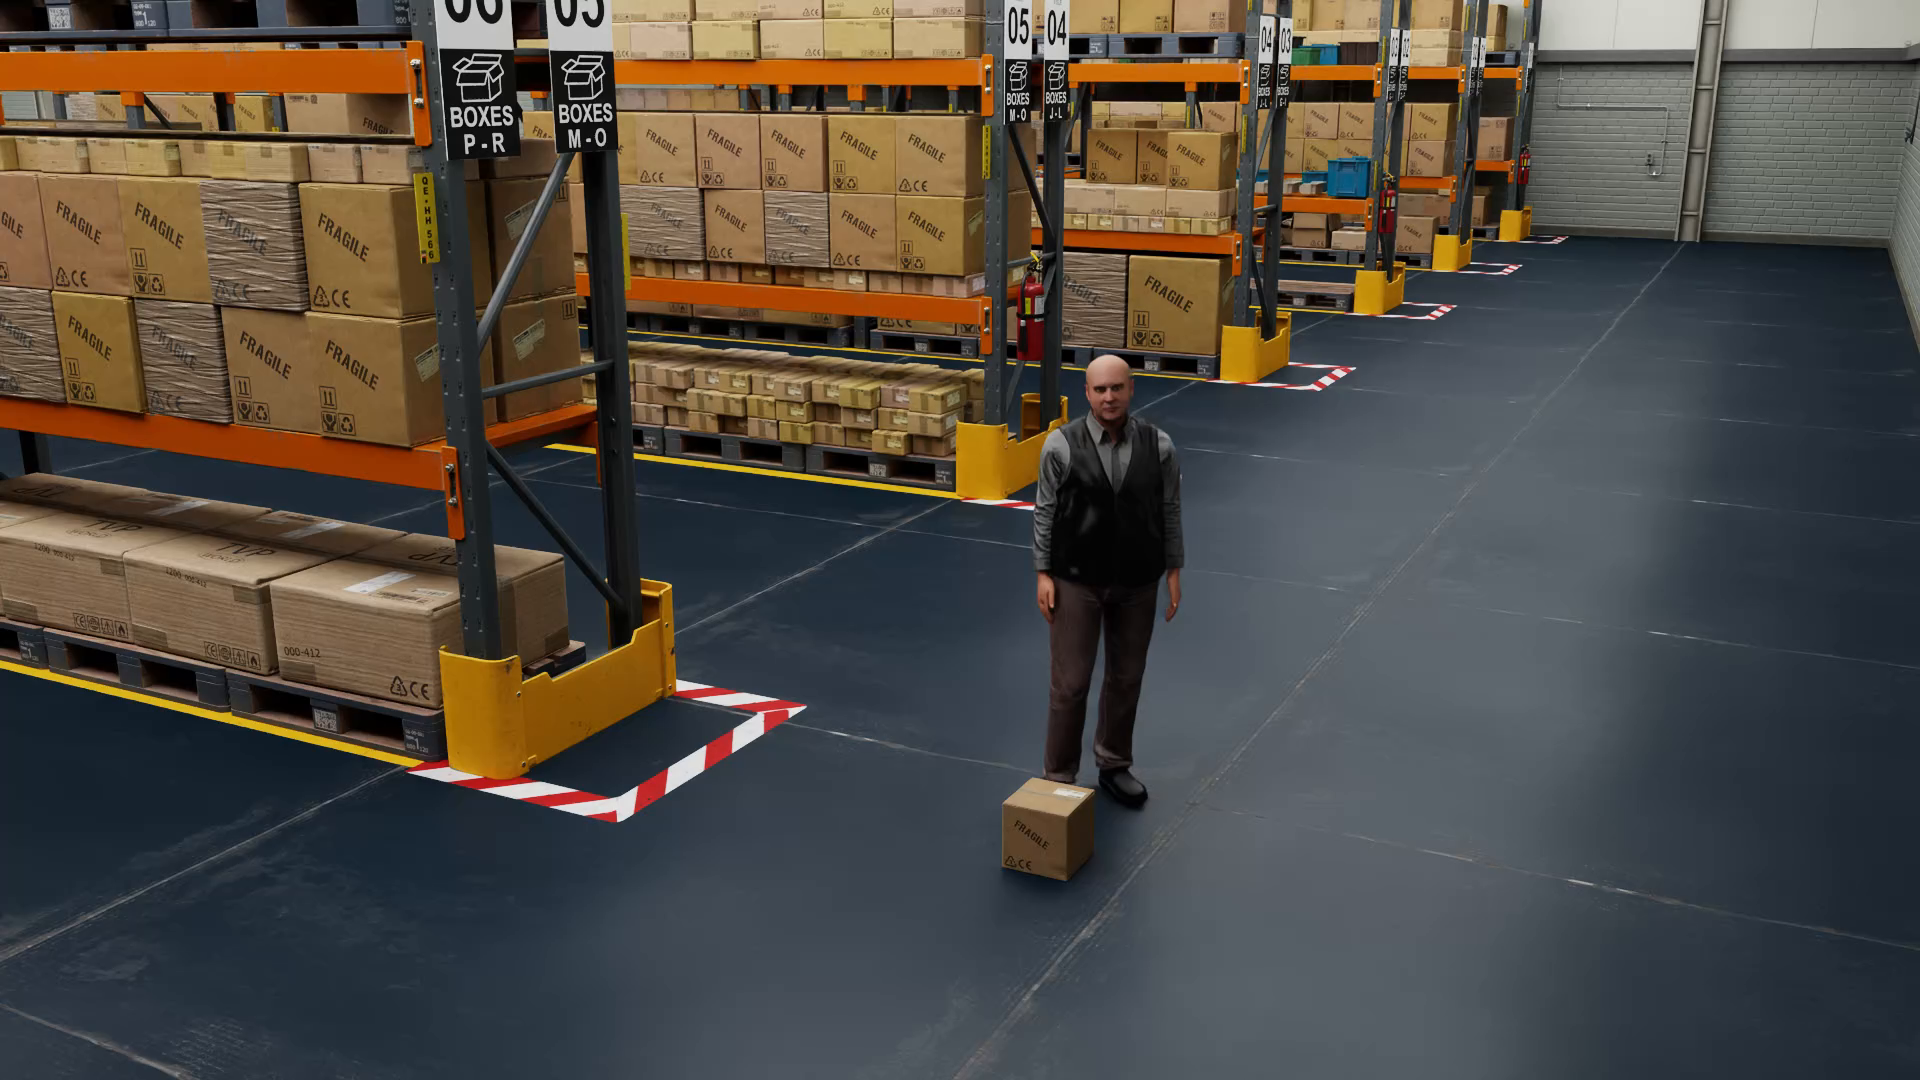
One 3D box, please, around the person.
[{"bbox_3d":[0.566,0.201,6.225,0.572,1.784,0.435,-3,16,-9],"label":"person"}]
